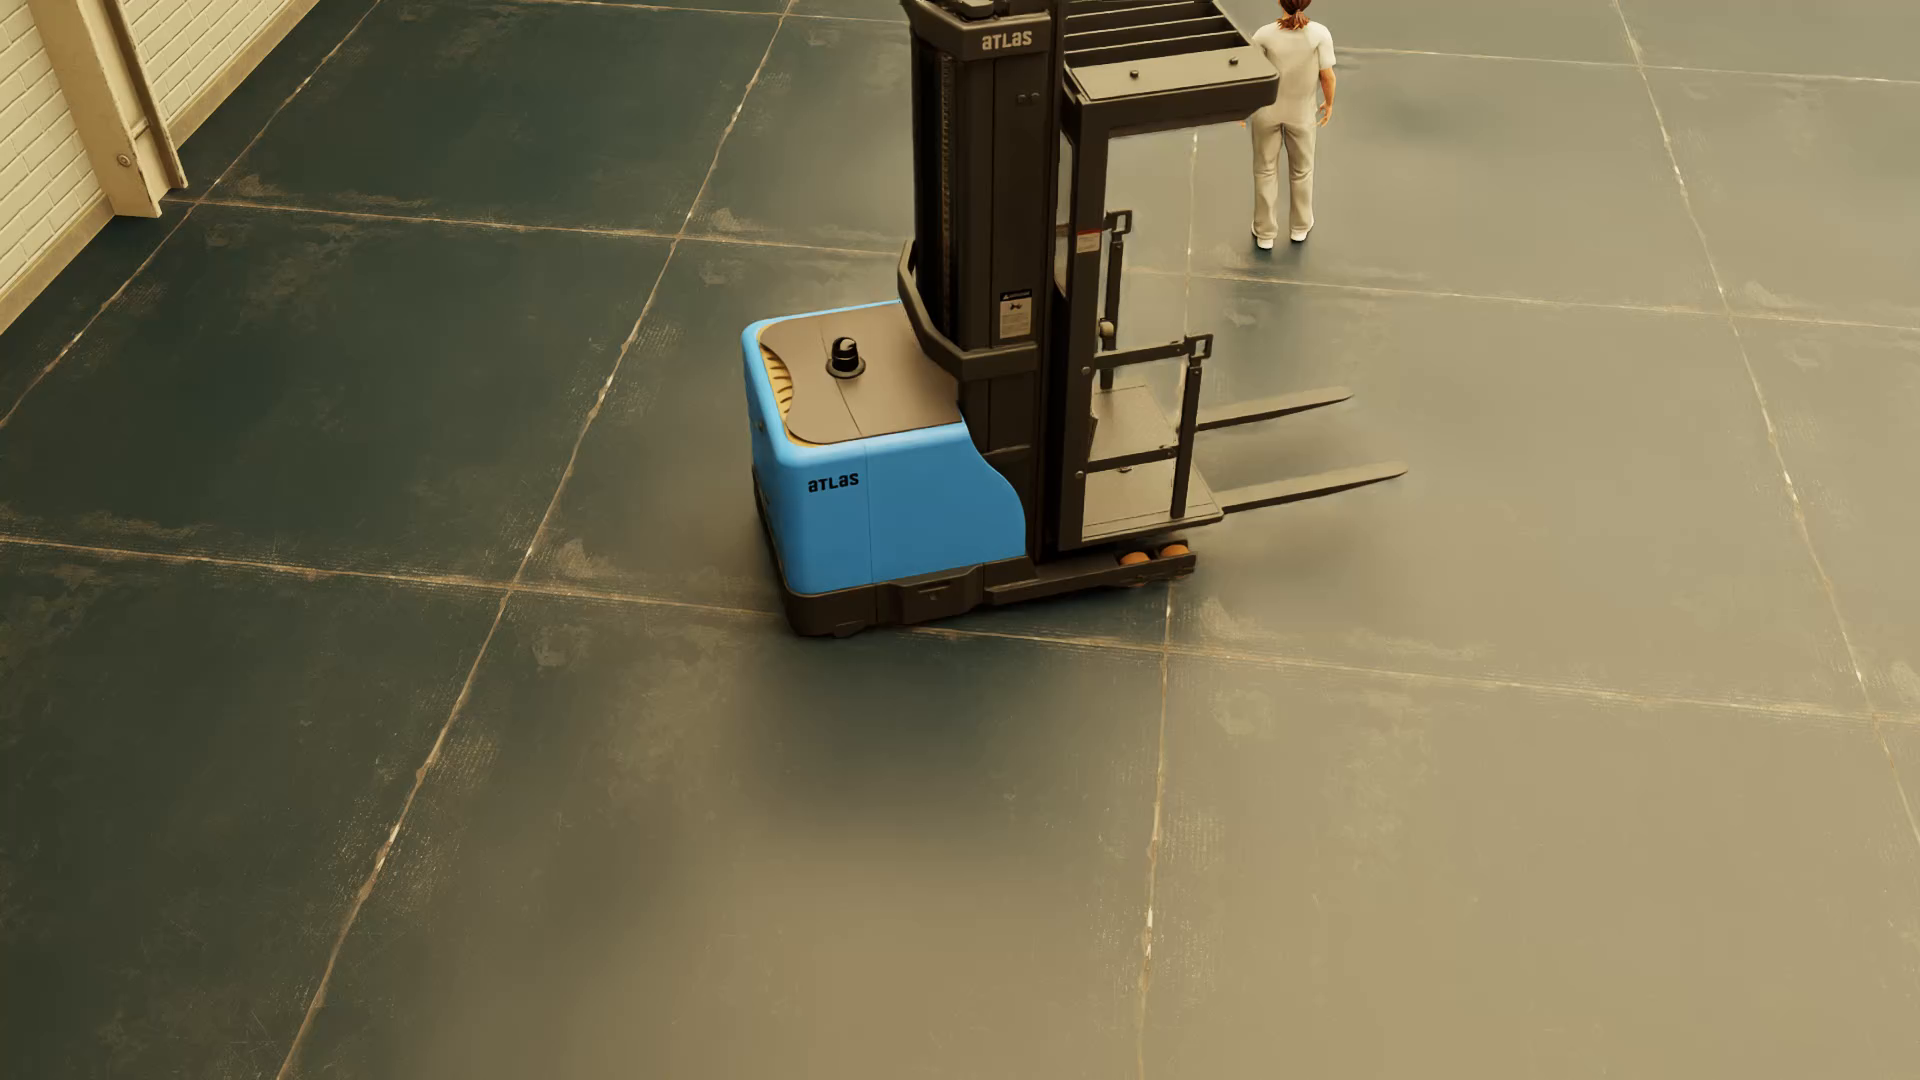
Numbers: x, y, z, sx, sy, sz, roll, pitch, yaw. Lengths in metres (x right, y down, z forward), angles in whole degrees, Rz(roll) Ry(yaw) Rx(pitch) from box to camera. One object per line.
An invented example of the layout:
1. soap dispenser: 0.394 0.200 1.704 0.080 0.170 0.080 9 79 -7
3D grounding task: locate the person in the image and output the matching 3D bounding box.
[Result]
1. person: 1.810 -2.402 9.257 0.550 1.673 0.548 6 43 6

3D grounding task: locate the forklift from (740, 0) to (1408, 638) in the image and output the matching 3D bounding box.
1. forklift: 0.591 -1.197 7.028 3.031 2.935 1.130 -10 44 -11
